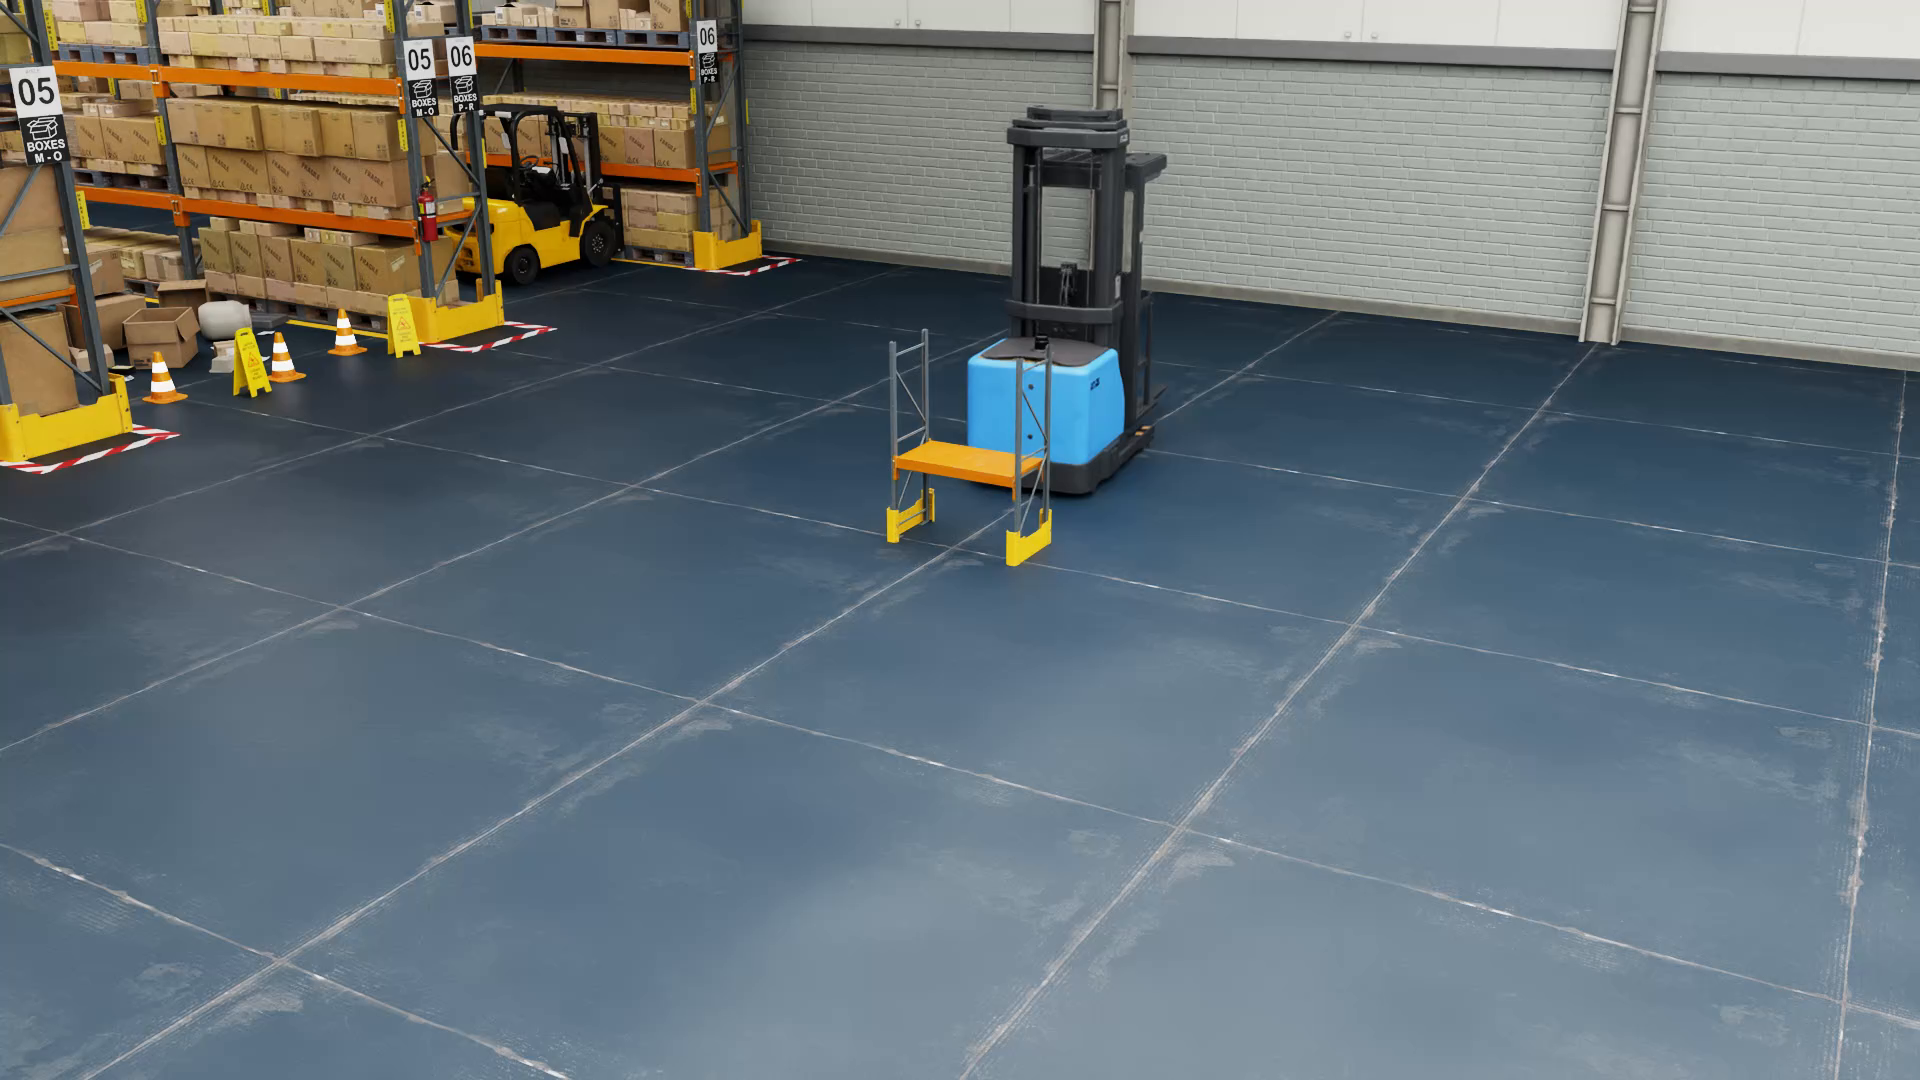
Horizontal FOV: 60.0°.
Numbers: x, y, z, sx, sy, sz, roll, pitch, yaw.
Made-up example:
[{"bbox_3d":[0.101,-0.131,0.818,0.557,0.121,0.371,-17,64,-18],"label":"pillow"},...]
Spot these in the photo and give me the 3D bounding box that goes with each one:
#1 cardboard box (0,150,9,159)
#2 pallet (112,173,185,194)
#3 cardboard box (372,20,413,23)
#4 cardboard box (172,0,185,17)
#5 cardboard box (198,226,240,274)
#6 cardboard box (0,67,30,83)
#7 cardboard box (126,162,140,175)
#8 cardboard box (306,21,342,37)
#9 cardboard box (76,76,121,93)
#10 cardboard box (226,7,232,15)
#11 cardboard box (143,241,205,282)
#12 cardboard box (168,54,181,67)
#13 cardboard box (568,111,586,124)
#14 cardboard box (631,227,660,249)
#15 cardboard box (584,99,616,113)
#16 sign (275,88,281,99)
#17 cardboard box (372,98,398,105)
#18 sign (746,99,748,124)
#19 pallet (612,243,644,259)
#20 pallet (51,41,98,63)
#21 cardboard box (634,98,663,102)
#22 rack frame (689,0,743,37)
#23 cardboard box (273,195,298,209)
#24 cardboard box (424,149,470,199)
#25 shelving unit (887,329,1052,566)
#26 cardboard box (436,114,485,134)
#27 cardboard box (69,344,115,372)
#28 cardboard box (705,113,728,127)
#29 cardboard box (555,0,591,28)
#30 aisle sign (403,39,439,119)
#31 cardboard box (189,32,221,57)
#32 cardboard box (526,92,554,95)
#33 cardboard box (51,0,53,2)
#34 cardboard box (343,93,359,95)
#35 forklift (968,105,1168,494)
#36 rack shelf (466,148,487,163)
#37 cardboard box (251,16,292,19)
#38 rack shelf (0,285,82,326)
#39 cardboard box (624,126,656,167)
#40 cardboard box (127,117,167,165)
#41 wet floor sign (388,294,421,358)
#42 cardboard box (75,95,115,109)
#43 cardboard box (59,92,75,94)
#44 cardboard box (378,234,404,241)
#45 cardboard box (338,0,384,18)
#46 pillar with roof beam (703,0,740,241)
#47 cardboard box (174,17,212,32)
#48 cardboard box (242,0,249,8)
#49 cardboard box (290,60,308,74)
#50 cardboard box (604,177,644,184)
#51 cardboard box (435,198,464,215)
[{"bbox_3d":[-12.181,-5.004,21.514,0.250,0.149,0.380,9,22,24],"label":"cardboard box"},{"bbox_3d":[-9.708,-4.506,20.670,1.213,0.211,1.003,11,23,27],"label":"pallet"},{"bbox_3d":[-6.247,-5.644,18.327,0.250,0.149,0.380,11,23,27],"label":"cardboard box"},{"bbox_3d":[-9.867,-6.494,20.341,0.500,0.250,0.500,10,22,26],"label":"cardboard box"},{"bbox_3d":[-8.729,-3.505,19.945,0.500,0.500,0.500,12,23,30],"label":"cardboard box"},{"bbox_3d":[-8.089,-3.959,14.088,0.250,0.149,0.380,11,23,28],"label":"cardboard box"},{"bbox_3d":[-9.917,-4.558,20.283,0.250,0.149,0.380,10,22,26],"label":"cardboard box"},{"bbox_3d":[-6.904,-5.587,18.170,0.250,0.149,0.380,11,23,27],"label":"cardboard box"},{"bbox_3d":[-14.849,-7.983,28.658,0.500,0.500,0.500,10,22,26],"label":"cardboard box"},{"bbox_3d":[-11.285,-8.212,25.842,0.250,0.149,0.380,11,23,27],"label":"cardboard box"},{"bbox_3d":[-9.571,-3.474,20.782,0.625,0.372,0.950,11,23,28],"label":"cardboard box"},{"bbox_3d":[-8.958,-5.592,19.351,0.250,0.149,0.380,10,22,26],"label":"cardboard box"},{"bbox_3d":[-5.204,-5.862,23.028,0.250,0.149,0.380,10,22,26],"label":"cardboard box"},{"bbox_3d":[-4.196,-4.213,22.998,0.500,0.250,0.500,11,23,27],"label":"cardboard box"},{"bbox_3d":[-4.960,-5.981,22.920,0.250,0.149,0.380,11,23,28],"label":"cardboard box"},{"bbox_3d":[-10.443,-6.913,25.443,0.005,0.325,0.100,11,23,27],"label":"sign"},{"bbox_3d":[-8.500,-6.471,24.709,0.250,0.149,0.380,10,22,26],"label":"cardboard box"},{"bbox_3d":[-2.927,-5.847,22.700,0.005,0.325,0.100,11,23,27],"label":"sign"},{"bbox_3d":[-4.951,-4.246,23.761,1.213,0.211,1.003,11,23,27],"label":"pallet"},{"bbox_3d":[-10.506,-6.054,20.531,1.003,0.211,1.213,11,23,27],"label":"pallet"},{"bbox_3d":[-4.292,-6.025,23.043,0.250,0.149,0.380,12,23,29],"label":"cardboard box"},{"bbox_3d":[-3.202,-8.059,21.386,0.127,3.000,1.000,11,23,27],"label":"rack frame"},{"bbox_3d":[-7.648,-3.911,19.116,0.250,0.149,0.380,11,23,27],"label":"cardboard box"},{"bbox_3d":[-5.898,-4.109,18.710,0.500,0.500,0.500,10,22,26],"label":"cardboard box"},{"bbox_3d":[0.067,-0.692,12.074,1.083,1.500,0.587,11,23,27],"label":"shelving unit"},{"bbox_3d":[-7.248,-6.074,24.198,0.500,0.250,0.500,10,22,26],"label":"cardboard box"},{"bbox_3d":[-9.039,-1.913,17.248,0.258,0.266,0.396,16,25,36],"label":"cardboard box"},{"bbox_3d":[-3.372,-5.724,22.650,0.250,0.149,0.380,10,22,26],"label":"cardboard box"},{"bbox_3d":[-5.045,-7.252,22.645,0.637,0.503,0.797,12,23,29],"label":"cardboard box"},{"bbox_3d":[-5.707,-4.886,17.624,0.004,0.787,0.394,11,23,27],"label":"aisle sign"},{"bbox_3d":[-8.407,-5.668,18.975,0.500,0.250,0.500,11,22,27],"label":"cardboard box"},{"bbox_3d":[-6.070,-6.379,24.017,0.250,0.149,0.380,10,22,26],"label":"cardboard box"},{"bbox_3d":[-14.684,-9.043,27.548,0.500,0.250,0.500,10,22,26],"label":"cardboard box"},{"bbox_3d":[-9.325,-6.856,25.769,0.250,0.149,0.380,11,23,27],"label":"cardboard box"},{"bbox_3d":[1.077,-2.209,14.156,1.130,2.935,3.031,8,21,21],"label":"forklift"},{"bbox_3d":[-8.441,-5.899,25.282,4.000,0.370,1.077,11,23,27],"label":"rack shelf"},{"bbox_3d":[-7.990,-6.011,19.336,0.250,0.149,0.380,12,23,29],"label":"cardboard box"},{"bbox_3d":[-9.692,-2.265,15.264,4.000,0.370,1.077,11,23,27],"label":"rack shelf"},{"bbox_3d":[-4.209,-5.379,22.647,0.500,0.500,0.500,12,23,29],"label":"cardboard box"},{"bbox_3d":[-9.627,-4.819,20.051,0.500,0.500,0.500,10,22,26],"label":"cardboard box"},{"bbox_3d":[-5.976,-2.304,17.770,0.267,0.644,0.232,-16,26,-38],"label":"wet floor sign"},{"bbox_3d":[-11.038,-5.592,21.233,0.250,0.149,0.380,10,22,25],"label":"cardboard box"},{"bbox_3d":[-15.565,-7.568,28.612,0.500,0.250,0.500,10,22,26],"label":"cardboard box"},{"bbox_3d":[-6.669,-3.324,19.446,0.500,0.500,0.500,10,22,25],"label":"cardboard box"},{"bbox_3d":[-8.784,-7.909,24.460,0.500,0.500,0.500,11,23,29],"label":"cardboard box"},{"bbox_3d":[-5.470,-7.162,18.912,0.400,9.000,9.100,11,23,27],"label":"pillar with roof beam"},{"bbox_3d":[-8.755,-5.909,19.055,0.250,0.149,0.380,12,23,29],"label":"cardboard box"},{"bbox_3d":[-10.809,-8.280,25.594,0.250,0.149,0.380,10,22,25],"label":"cardboard box"},{"bbox_3d":[-7.172,-5.250,18.409,0.250,0.149,0.380,10,22,26],"label":"cardboard box"},{"bbox_3d":[-4.843,-5.006,23.716,0.500,0.250,0.500,10,22,26],"label":"cardboard box"},{"bbox_3d":[-5.815,-3.761,18.702,0.250,0.149,0.380,11,23,28],"label":"cardboard box"}]
